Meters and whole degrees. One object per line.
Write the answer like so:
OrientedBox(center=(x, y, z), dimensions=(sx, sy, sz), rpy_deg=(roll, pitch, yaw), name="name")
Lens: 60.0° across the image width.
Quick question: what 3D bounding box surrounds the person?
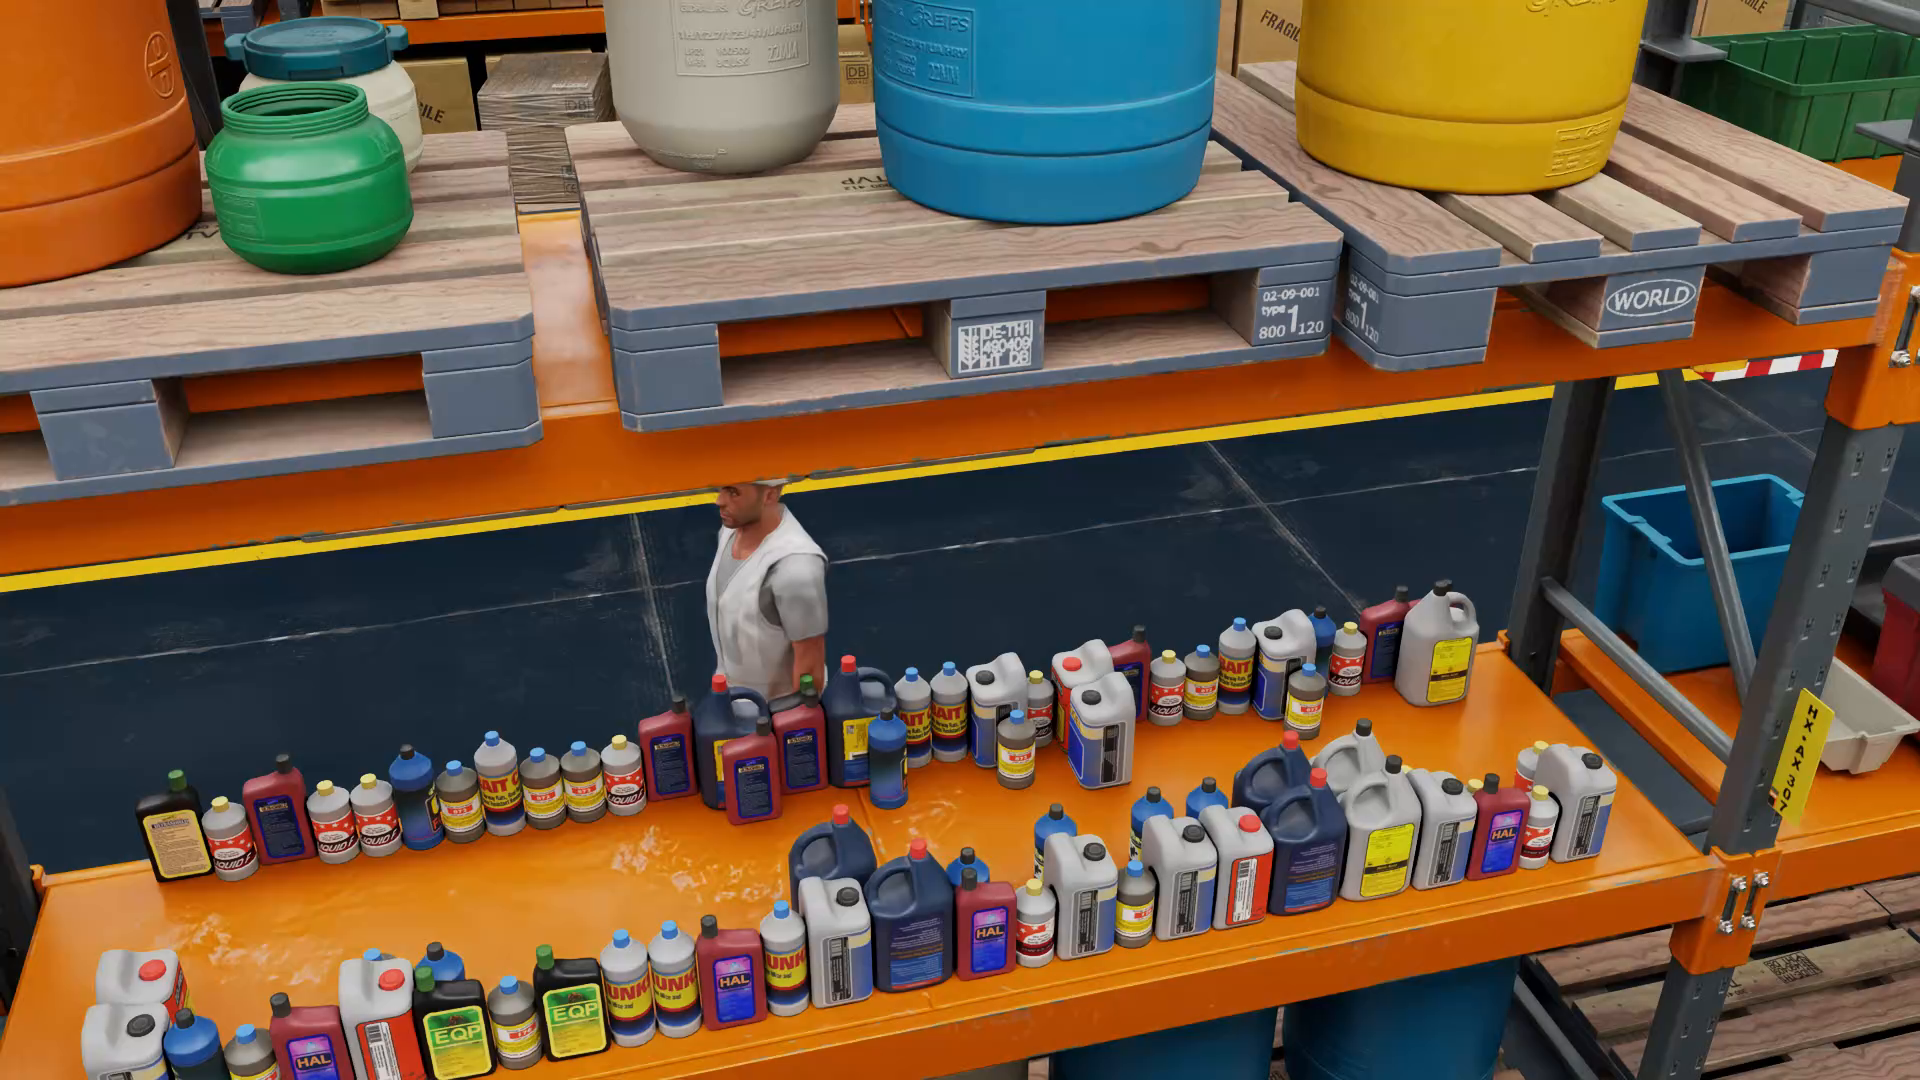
OrientedBox(center=(-0.577, 0.484, 5.217), dimensions=(0.461, 1.792, 0.617), rpy_deg=(-15, 33, -24), name="person")
